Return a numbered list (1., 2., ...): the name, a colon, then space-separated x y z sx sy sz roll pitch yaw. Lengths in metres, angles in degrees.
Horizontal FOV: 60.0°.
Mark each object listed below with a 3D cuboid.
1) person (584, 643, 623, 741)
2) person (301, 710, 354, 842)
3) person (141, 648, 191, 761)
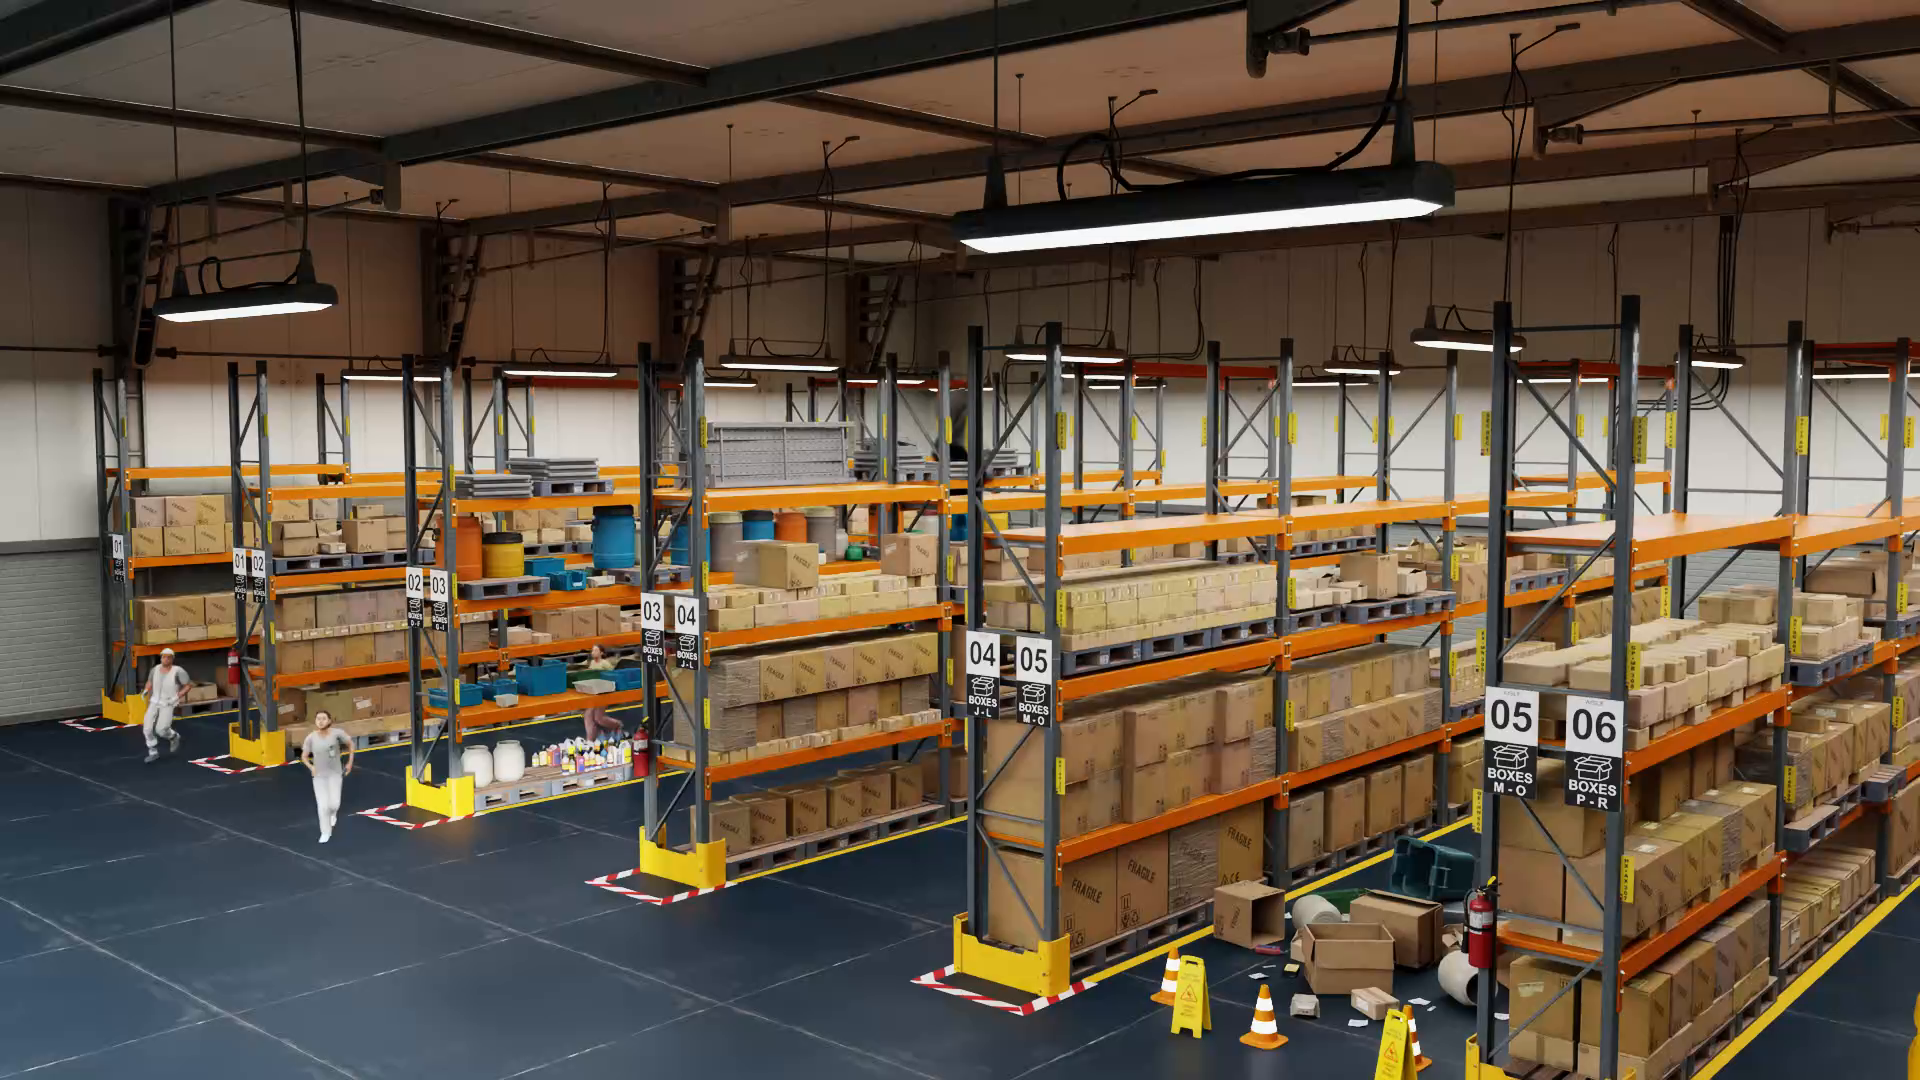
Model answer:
1. person: -5.671 2.430 26.073 0.609 1.637 0.783 3 5 34
2. person: -7.706 2.871 20.276 0.599 1.632 0.624 -1 4 -16
3. person: -11.997 2.473 25.120 0.663 1.705 0.577 0 4 6
